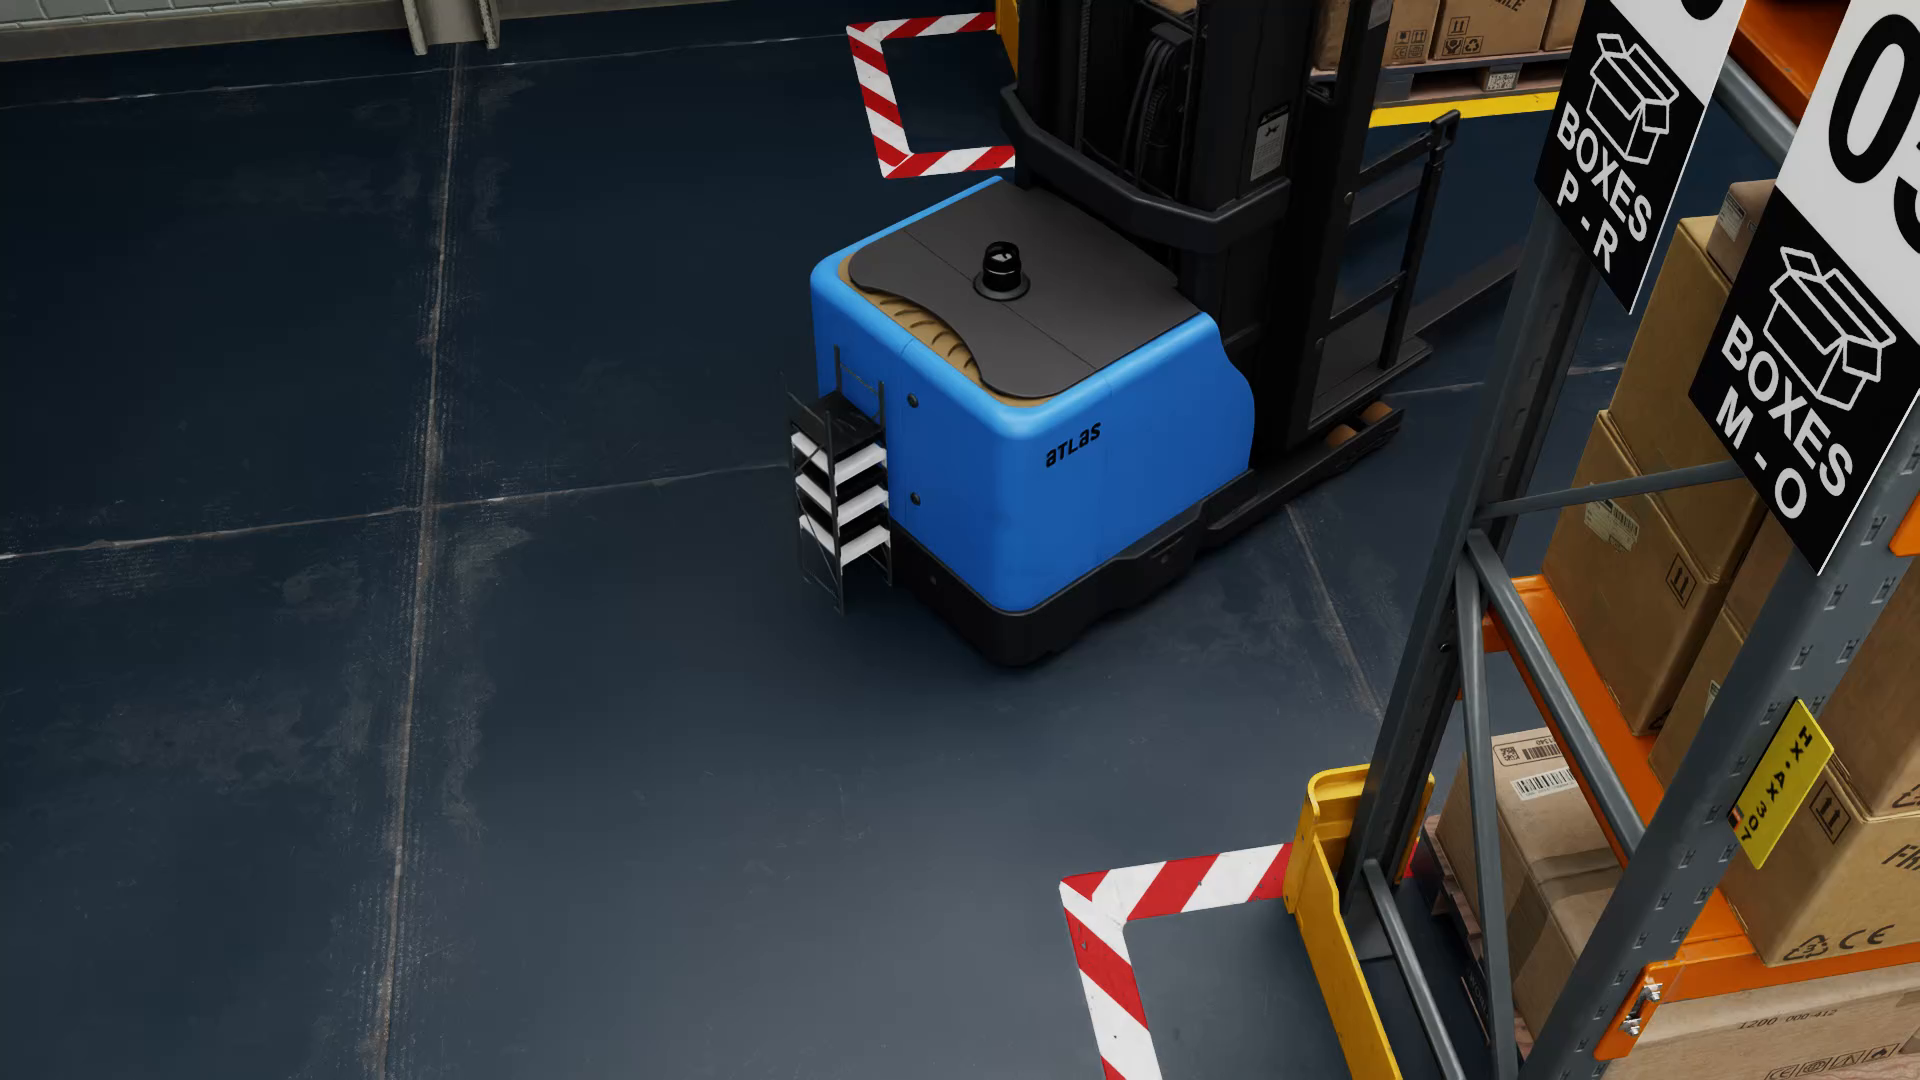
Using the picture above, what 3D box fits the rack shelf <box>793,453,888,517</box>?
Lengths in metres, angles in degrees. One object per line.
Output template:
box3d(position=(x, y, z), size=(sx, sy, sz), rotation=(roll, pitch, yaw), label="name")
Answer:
box3d(position=(-0.384, -0.212, 5.251), size=(0.200, 0.077, 0.258), rotation=(-31, 54, -27), label="rack shelf")

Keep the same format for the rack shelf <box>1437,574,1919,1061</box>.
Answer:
box3d(position=(3.177, 0.329, 3.850), size=(4.000, 0.370, 1.077), rotation=(-7, 46, -7), label="rack shelf")

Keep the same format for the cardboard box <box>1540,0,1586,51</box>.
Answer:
box3d(position=(2.847, -2.688, 7.701), size=(0.500, 0.500, 0.700), rotation=(-9, 47, -8), label="cardboard box")

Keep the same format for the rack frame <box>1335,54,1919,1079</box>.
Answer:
box3d(position=(1.207, 0.324, 3.354), size=(0.127, 3.000, 1.000), rotation=(-7, 46, -7), label="rack frame")

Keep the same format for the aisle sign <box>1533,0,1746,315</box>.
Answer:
box3d(position=(1.083, -0.789, 2.622), size=(0.004, 0.787, 0.394), rotation=(-7, 46, -7), label="aisle sign")

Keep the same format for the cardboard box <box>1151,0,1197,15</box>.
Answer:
box3d(position=(0.975, -2.485, 7.503), size=(0.637, 0.503, 0.797), rotation=(-9, 47, -8), label="cardboard box")

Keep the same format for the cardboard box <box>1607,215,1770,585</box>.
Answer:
box3d(position=(1.641, -0.285, 3.178), size=(0.500, 0.500, 0.500), rotation=(-6, 46, -5), label="cardboard box")

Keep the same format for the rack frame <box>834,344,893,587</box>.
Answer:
box3d(position=(-0.306, -0.220, 5.337), size=(0.006, 0.900, 0.240), rotation=(-31, 54, -27), label="rack frame")

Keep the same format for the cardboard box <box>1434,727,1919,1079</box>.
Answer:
box3d(position=(1.840, 0.916, 4.272), size=(0.875, 0.438, 0.875), rotation=(-9, 47, -8), label="cardboard box")

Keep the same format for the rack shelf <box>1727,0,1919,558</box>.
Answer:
box3d(position=(3.177, -0.712, 2.770), size=(4.000, 0.370, 1.077), rotation=(-7, 46, -7), label="rack shelf")

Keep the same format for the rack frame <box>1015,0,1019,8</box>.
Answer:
box3d(position=(0.357, -3.197, 6.747), size=(0.127, 3.000, 1.000), rotation=(-7, 46, -7), label="rack frame")

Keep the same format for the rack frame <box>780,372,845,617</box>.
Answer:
box3d(position=(-0.462, -0.126, 5.246), size=(0.006, 0.900, 0.240), rotation=(-31, 54, -27), label="rack frame")

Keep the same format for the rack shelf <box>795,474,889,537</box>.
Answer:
box3d(position=(-0.384, -0.150, 5.315), size=(0.200, 0.077, 0.258), rotation=(-31, 54, -27), label="rack shelf")

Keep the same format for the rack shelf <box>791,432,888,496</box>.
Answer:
box3d(position=(-0.384, -0.274, 5.186), size=(0.200, 0.077, 0.258), rotation=(-31, 54, -27), label="rack shelf")

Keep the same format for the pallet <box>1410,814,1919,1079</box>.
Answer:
box3d(position=(1.981, 1.138, 4.507), size=(1.213, 0.211, 1.003), rotation=(-7, 46, -7), label="pallet")

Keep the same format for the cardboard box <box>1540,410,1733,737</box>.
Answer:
box3d(position=(1.637, 0.043, 3.556), size=(0.500, 0.500, 0.500), rotation=(-7, 46, -7), label="cardboard box")

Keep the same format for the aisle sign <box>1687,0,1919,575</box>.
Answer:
box3d(position=(1.185, -0.363, 2.211), size=(0.004, 0.787, 0.394), rotation=(-7, 46, -7), label="aisle sign")

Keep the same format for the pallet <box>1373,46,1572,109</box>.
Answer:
box3d(position=(2.416, -2.485, 7.998), size=(1.213, 0.211, 1.003), rotation=(-7, 46, -7), label="pallet")

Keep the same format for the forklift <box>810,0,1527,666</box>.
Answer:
box3d(position=(0.977, -1.528, 5.187), size=(3.031, 2.935, 1.130), rotation=(-31, 54, -27), label="forklift")

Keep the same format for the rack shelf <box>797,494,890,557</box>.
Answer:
box3d(position=(-0.384, -0.087, 5.380), size=(0.200, 0.077, 0.258), rotation=(-31, 54, -27), label="rack shelf")

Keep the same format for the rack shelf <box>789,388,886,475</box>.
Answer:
box3d(position=(-0.384, -0.337, 5.121), size=(0.200, 0.077, 0.258), rotation=(-31, 54, -27), label="rack shelf")

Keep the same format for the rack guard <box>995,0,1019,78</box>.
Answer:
box3d(position=(0.431, -2.339, 7.657), size=(0.348, 0.500, 1.175), rotation=(-7, 46, -7), label="rack guard")

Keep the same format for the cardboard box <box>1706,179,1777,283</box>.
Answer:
box3d(position=(1.526, -0.468, 2.904), size=(0.250, 0.149, 0.380), rotation=(-7, 46, -6), label="cardboard box")

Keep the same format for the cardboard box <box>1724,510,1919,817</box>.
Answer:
box3d(position=(1.728, 0.086, 2.820), size=(0.500, 0.500, 0.500), rotation=(-8, 47, -8), label="cardboard box")

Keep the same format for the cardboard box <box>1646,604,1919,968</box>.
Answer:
box3d(position=(1.729, 0.435, 3.179), size=(0.500, 0.500, 0.500), rotation=(-7, 47, -7), label="cardboard box")

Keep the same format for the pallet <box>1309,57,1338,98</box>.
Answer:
box3d(position=(1.217, -2.337, 7.856), size=(1.213, 0.211, 1.003), rotation=(-7, 46, -7), label="pallet")

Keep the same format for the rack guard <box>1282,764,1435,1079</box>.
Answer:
box3d(position=(1.183, 1.195, 4.252), size=(0.348, 0.500, 1.175), rotation=(-7, 46, -7), label="rack guard")

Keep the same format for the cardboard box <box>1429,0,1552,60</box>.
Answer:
box3d(position=(2.362, -2.555, 7.573), size=(0.500, 0.500, 0.500), rotation=(-6, 46, -6), label="cardboard box")

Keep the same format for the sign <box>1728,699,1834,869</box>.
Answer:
box3d(position=(1.295, 0.391, 2.634), size=(0.005, 0.325, 0.100), rotation=(-7, 46, -7), label="sign")

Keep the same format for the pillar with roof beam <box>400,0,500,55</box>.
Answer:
box3d(position=(-1.720, -2.532, 1.941), size=(0.400, 9.000, 9.100), rotation=(-7, 46, -7), label="pillar with roof beam")

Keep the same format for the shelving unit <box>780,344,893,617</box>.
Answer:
box3d(position=(-0.384, -0.173, 5.291), size=(0.210, 0.900, 0.258), rotation=(-31, 54, -27), label="shelving unit")

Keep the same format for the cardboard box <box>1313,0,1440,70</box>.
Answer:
box3d(position=(1.824, -2.561, 7.579), size=(0.500, 0.500, 0.700), rotation=(-5, 46, -5), label="cardboard box")

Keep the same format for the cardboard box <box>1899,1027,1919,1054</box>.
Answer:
box3d(position=(2.740, 0.797, 4.386), size=(0.875, 0.438, 0.875), rotation=(-6, 46, -6), label="cardboard box")

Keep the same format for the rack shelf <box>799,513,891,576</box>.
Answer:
box3d(position=(-0.384, -0.025, 5.445), size=(0.200, 0.077, 0.258), rotation=(-31, 54, -27), label="rack shelf")
